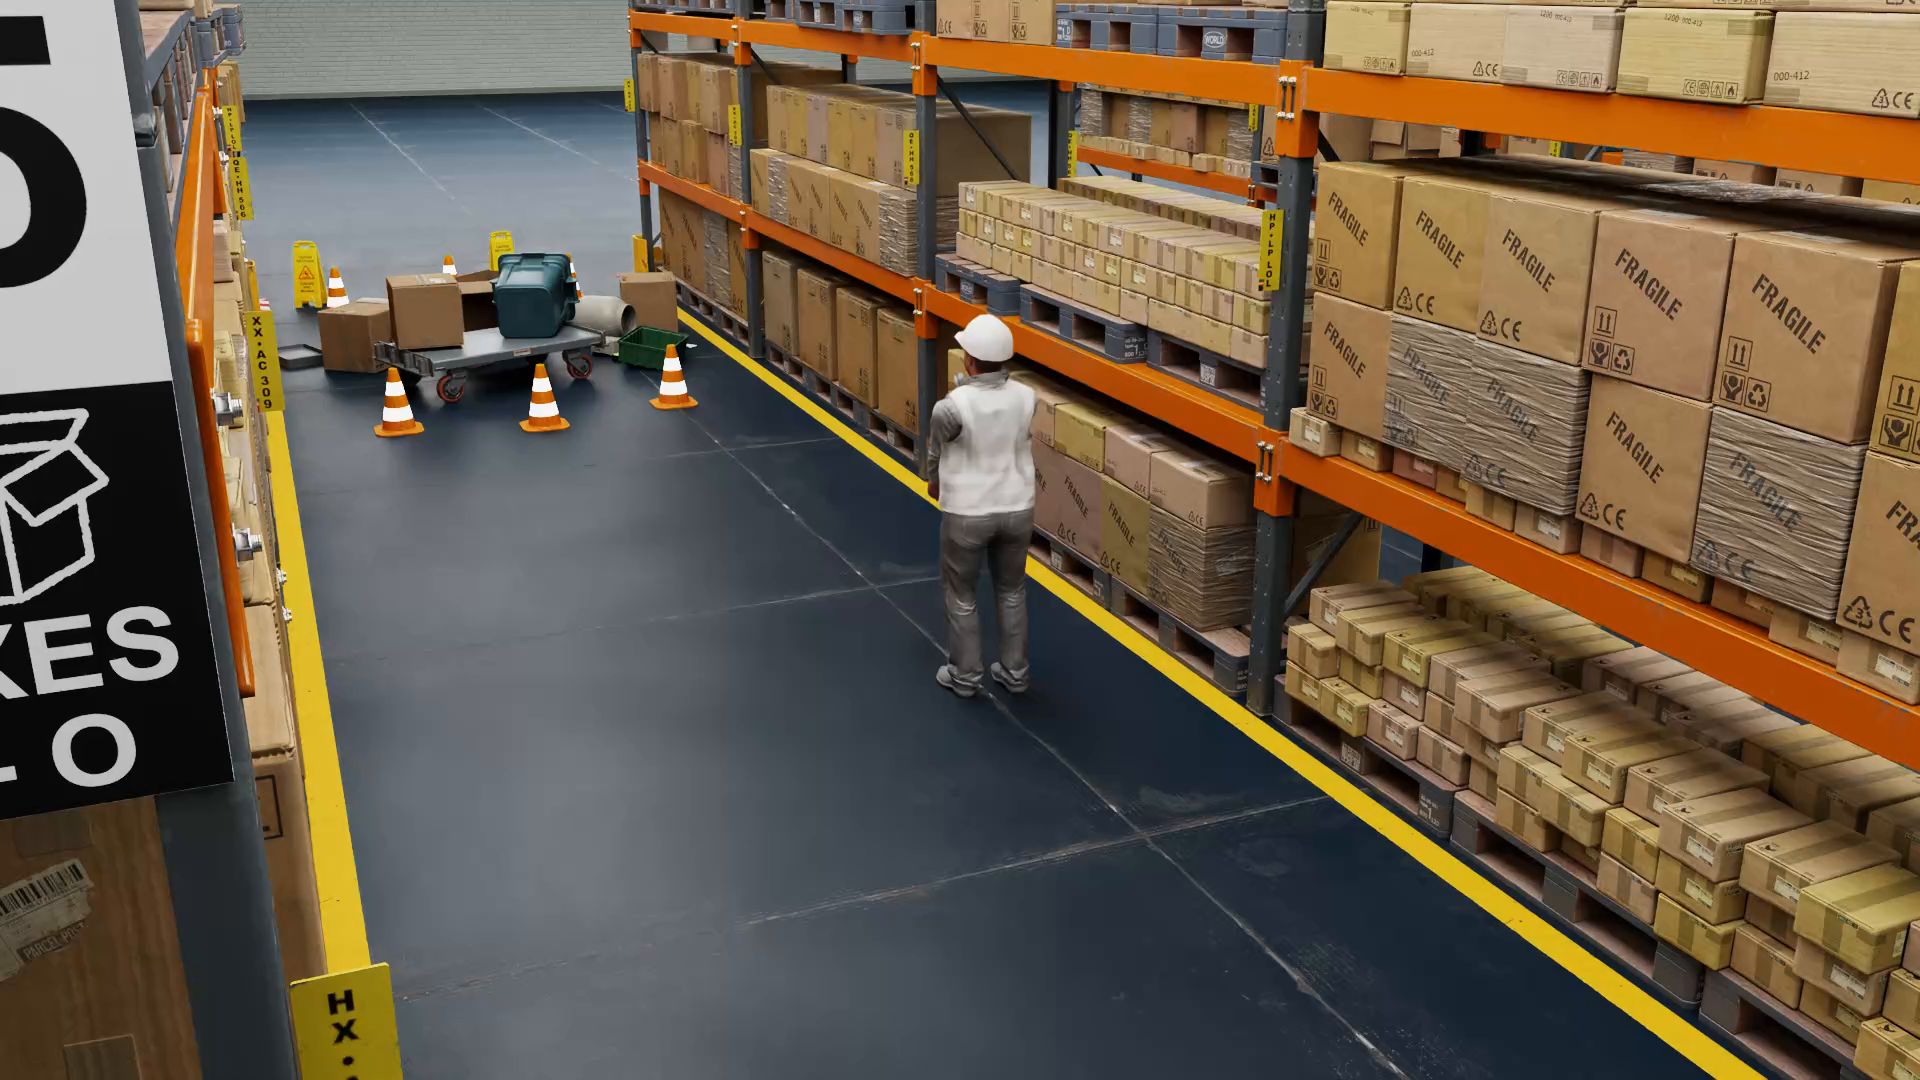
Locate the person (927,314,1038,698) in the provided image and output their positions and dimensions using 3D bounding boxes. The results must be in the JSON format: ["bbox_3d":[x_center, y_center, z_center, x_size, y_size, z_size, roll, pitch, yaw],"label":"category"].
[{"bbox_3d":[0.074,-0.163,7.513,0.483,1.770,0.547,-8,20,-22],"label":"person"}]
